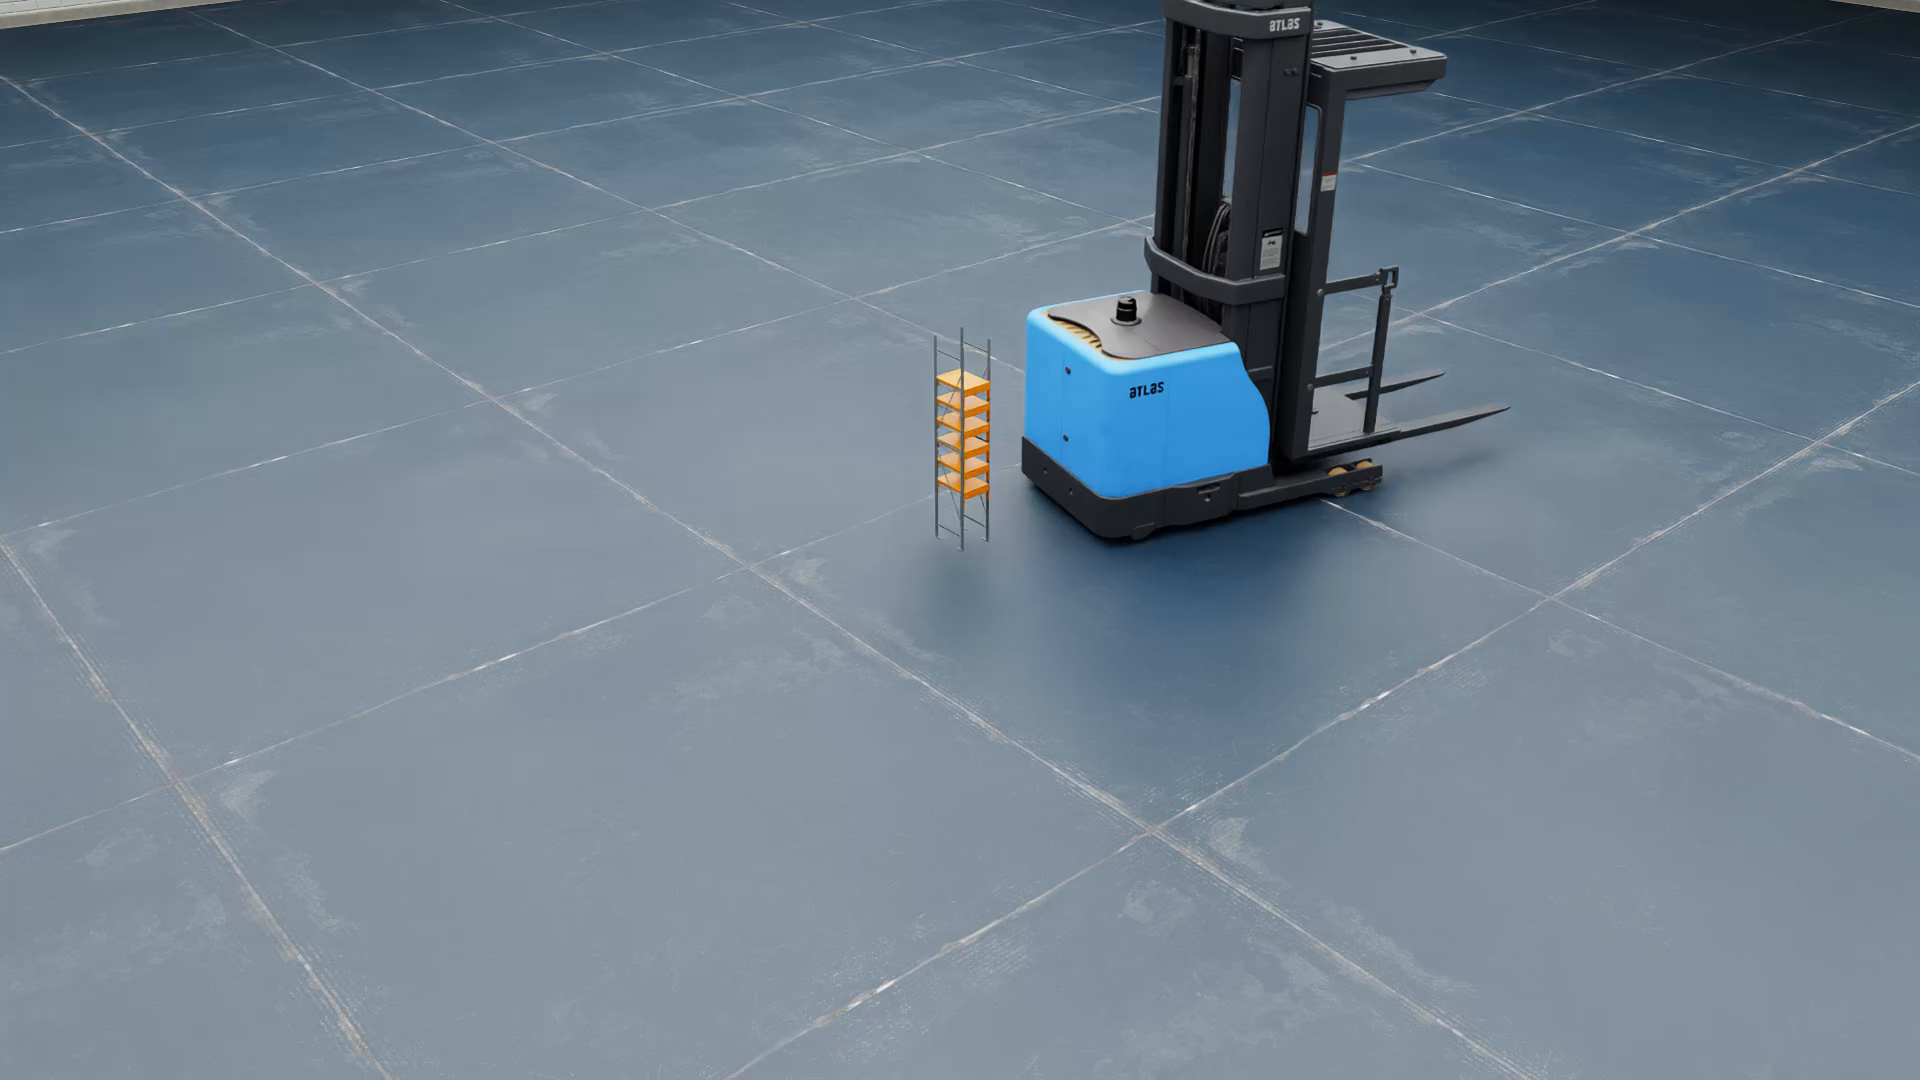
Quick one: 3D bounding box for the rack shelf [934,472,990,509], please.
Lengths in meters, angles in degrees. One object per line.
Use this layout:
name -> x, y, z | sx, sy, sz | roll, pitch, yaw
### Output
rack shelf -> 0.011, -0.283, 9.110 | 0.180, 0.103, 0.258 | -22, 35, -35

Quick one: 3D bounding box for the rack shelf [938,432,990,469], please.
rack shelf -> 0.011, -0.494, 8.996 | 0.180, 0.103, 0.258 | -22, 35, -35

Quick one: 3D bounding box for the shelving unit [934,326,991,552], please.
shelving unit -> 0.011, -0.534, 8.975 | 0.189, 1.200, 0.258 | -22, 35, -35

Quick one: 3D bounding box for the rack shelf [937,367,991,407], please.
rack shelf -> 0.011, -0.812, 8.827 | 0.180, 0.103, 0.258 | -22, 35, -35

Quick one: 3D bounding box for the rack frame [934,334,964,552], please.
rack frame -> -0.059, -0.506, 8.923 | 0.006, 1.200, 0.240 | -22, 35, -35

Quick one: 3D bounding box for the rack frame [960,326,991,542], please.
rack frame -> 0.081, -0.562, 9.028 | 0.006, 1.200, 0.240 | -22, 35, -35

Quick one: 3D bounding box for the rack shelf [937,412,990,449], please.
rack shelf -> 0.011, -0.600, 8.940 | 0.180, 0.103, 0.258 | -22, 35, -35

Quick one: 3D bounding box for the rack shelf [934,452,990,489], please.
rack shelf -> 0.011, -0.389, 9.053 | 0.180, 0.103, 0.258 | -22, 35, -35

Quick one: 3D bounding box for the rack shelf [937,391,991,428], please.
rack shelf -> 0.011, -0.706, 8.883 | 0.180, 0.103, 0.258 | -22, 35, -35

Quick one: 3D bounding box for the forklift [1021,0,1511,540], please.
forklift -> 1.919, -1.756, 9.426 | 3.031, 2.935, 1.130 | -13, 31, -23
